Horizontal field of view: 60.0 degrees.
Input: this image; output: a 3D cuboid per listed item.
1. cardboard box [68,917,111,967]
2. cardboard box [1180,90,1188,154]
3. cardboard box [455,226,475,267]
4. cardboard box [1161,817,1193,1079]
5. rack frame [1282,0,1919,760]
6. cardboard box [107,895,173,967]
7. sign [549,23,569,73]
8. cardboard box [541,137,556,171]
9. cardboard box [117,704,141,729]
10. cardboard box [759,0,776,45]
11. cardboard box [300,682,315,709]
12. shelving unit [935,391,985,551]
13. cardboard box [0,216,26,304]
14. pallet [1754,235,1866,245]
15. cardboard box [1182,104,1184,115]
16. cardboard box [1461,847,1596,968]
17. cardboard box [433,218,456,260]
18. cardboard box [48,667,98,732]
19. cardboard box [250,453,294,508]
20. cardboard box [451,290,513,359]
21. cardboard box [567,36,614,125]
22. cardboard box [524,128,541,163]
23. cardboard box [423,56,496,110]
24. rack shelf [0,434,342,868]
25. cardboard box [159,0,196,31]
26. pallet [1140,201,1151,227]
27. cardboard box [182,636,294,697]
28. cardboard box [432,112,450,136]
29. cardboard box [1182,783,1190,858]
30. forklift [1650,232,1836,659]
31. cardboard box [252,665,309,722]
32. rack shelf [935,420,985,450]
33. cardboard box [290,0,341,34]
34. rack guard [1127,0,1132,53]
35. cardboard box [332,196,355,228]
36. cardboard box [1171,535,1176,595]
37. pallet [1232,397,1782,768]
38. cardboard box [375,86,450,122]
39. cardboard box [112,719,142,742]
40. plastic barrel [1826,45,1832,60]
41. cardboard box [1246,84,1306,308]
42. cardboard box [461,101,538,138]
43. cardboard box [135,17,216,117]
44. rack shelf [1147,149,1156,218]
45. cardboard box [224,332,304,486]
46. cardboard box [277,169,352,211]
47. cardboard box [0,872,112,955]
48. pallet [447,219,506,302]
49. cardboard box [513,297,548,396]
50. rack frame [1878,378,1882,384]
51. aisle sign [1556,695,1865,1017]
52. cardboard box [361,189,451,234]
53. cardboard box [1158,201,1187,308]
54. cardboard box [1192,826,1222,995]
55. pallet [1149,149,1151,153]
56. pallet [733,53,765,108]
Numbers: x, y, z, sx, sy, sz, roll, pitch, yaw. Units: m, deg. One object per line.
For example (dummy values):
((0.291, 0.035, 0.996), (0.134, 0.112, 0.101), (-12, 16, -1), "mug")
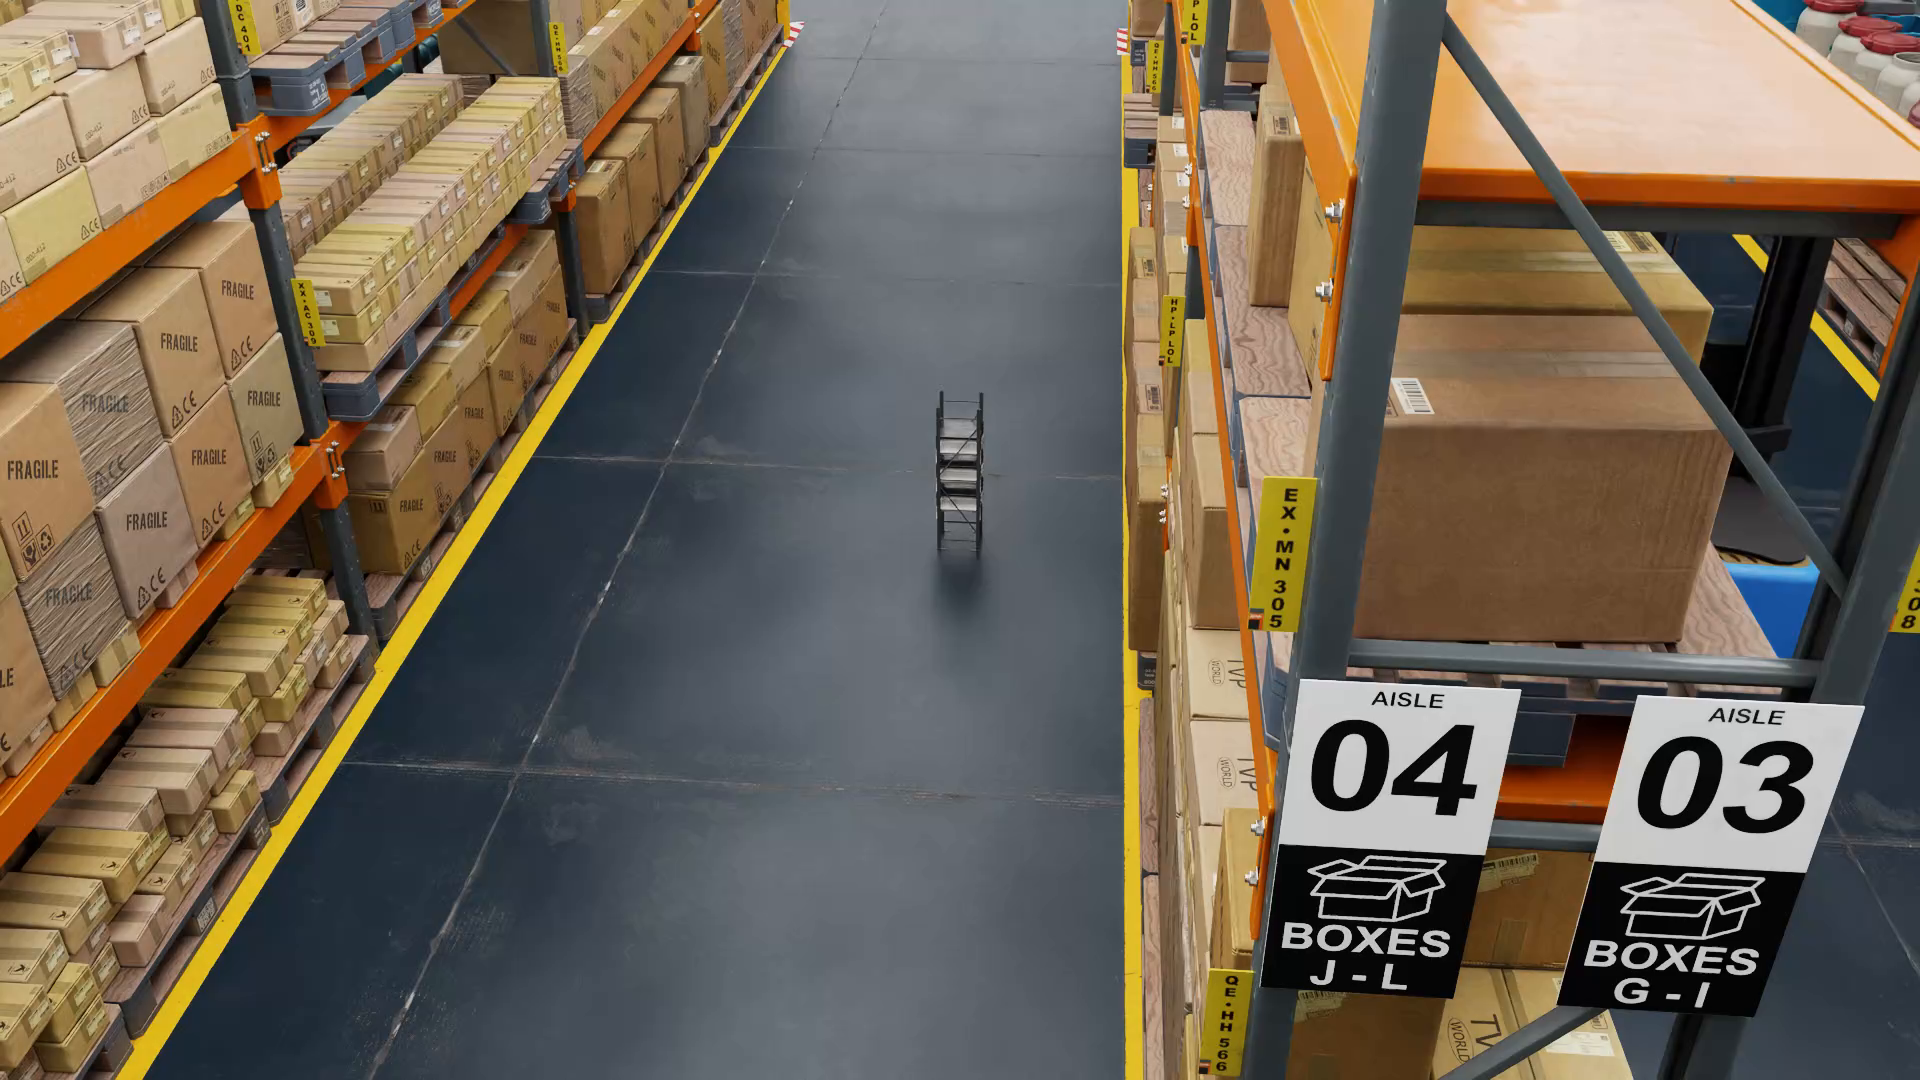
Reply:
((-3.449, 1.516, 6.245), (0.380, 0.149, 0.250), (1, 32, 2), "cardboard box")
((1.697, -2.591, 9.824), (0.797, 0.503, 0.637), (3, 32, 6), "cardboard box")
((-2.897, -1.617, 9.135), (0.380, 0.149, 0.250), (2, 32, 3), "cardboard box")
((1.168, 1.592, 5.713), (0.875, 0.875, 0.875), (2, 32, 4), "cardboard box")
((1.122, -0.874, 2.371), (1.000, 3.000, 0.127), (2, 32, 4), "rack frame")
((-3.336, 1.527, 6.511), (0.380, 0.149, 0.250), (1, 32, 2), "cardboard box")
((-2.621, -3.209, 10.850), (0.100, 0.325, 0.005), (2, 32, 4), "sign")
((-2.766, -2.432, 10.457), (0.380, 0.149, 0.250), (2, 32, 4), "cardboard box")
((-3.774, 0.690, 7.302), (0.380, 0.149, 0.250), (2, 32, 3), "cardboard box")
((-2.500, -5.868, 17.818), (0.875, 0.875, 0.875), (3, 32, 4), "cardboard box")
((-3.285, 0.711, 7.835), (0.380, 0.149, 0.250), (3, 32, 5), "cardboard box")
((-0.001, -0.379, 9.287), (0.258, 0.900, 0.210), (2, 32, 4), "shelving unit")
((-3.393, -0.836, 5.312), (0.500, 0.250, 0.500), (2, 32, 4), "cardboard box")
((7.010, -2.784, 13.846), (1.003, 0.211, 1.213), (2, 32, 4), "pallet")
((1.777, -3.008, 11.057), (0.500, 0.500, 0.500), (-1, 32, -2), "cardboard box")
((1.470, 0.797, 4.522), (0.500, 0.500, 0.500), (2, 32, 3), "cardboard box")
((-2.917, -1.609, 8.837), (0.380, 0.149, 0.250), (4, 32, 6), "cardboard box")
((-3.384, 0.549, 6.020), (0.380, 0.149, 0.250), (4, 32, 6), "cardboard box")
((-3.190, -0.271, 7.350), (0.380, 0.149, 0.250), (2, 32, 3), "cardboard box")
((-3.044, -1.303, 10.053), (0.500, 0.250, 0.500), (3, 32, 5), "cardboard box")
((-2.818, -3.300, 11.930), (0.500, 0.500, 0.500), (2, 32, 4), "cardboard box")
((-2.788, -2.411, 10.139), (0.380, 0.149, 0.250), (3, 32, 5), "cardboard box")
((-3.393, -3.057, 11.537), (0.500, 0.500, 0.500), (2, 32, 4), "cardboard box")
((-3.651, 0.676, 6.260), (1.077, 0.370, 4.000), (2, 32, 4), "rack shelf")
((-3.241, -2.097, 6.501), (0.380, 0.149, 0.250), (1, 32, 2), "cardboard box")
((1.940, -2.361, 13.160), (1.003, 0.211, 1.213), (2, 32, 4), "pallet")
((-3.252, 0.568, 7.499), (0.380, 0.149, 0.250), (2, 32, 4), "cardboard box")
((-3.422, -2.580, 10.414), (0.380, 0.149, 0.250), (4, 32, 6), "cardboard box")
((0.925, 0.917, 5.423), (0.380, 0.149, 0.250), (3, 32, 4), "cardboard box")
((3.502, -0.989, 8.342), (1.130, 2.935, 3.031), (4, 32, 6), "forklift")
((-3.211, 0.693, 7.580), (0.380, 0.149, 0.250), (1, 32, 2), "cardboard box")
((-0.001, -0.580, 9.163), (0.258, 0.077, 0.200), (2, 32, 4), "rack shelf")
((-3.207, -2.545, 7.627), (0.500, 0.311, 0.500), (2, 32, 3), "cardboard box")
((2.418, -5.582, 18.112), (1.175, 0.500, 0.348), (2, 32, 4), "rack guard")
((-3.549, -1.781, 9.116), (0.380, 0.149, 0.250), (3, 32, 4), "cardboard box")
((1.050, 0.111, 6.730), (0.380, 0.149, 0.250), (3, 32, 6), "cardboard box")
((1.172, 0.053, 3.811), (1.003, 0.211, 1.213), (2, 32, 4), "pallet")
((-3.412, -2.719, 10.355), (0.380, 0.149, 0.250), (2, 32, 3), "cardboard box")
((-3.776, 0.814, 7.384), (0.380, 0.149, 0.250), (1, 32, 1), "cardboard box")
((6.774, -3.639, 12.707), (0.301, 0.262, 0.301), (0, 32, 0), "plastic barrel")
((1.211, -0.992, 4.831), (0.700, 0.500, 0.500), (4, 32, 6), "cardboard box")
((-2.789, -2.549, 10.079), (0.380, 0.149, 0.250), (3, 32, 5), "cardboard box")
((-3.272, -1.850, 6.480), (0.500, 0.250, 0.500), (1, 32, 2), "cardboard box")
((1.936, -3.243, 12.619), (1.077, 0.370, 4.000), (2, 32, 4), "rack shelf")
((-3.246, -0.580, 7.234), (0.500, 0.500, 0.500), (3, 32, 4), "cardboard box")
((-3.543, -1.901, 9.028), (0.380, 0.149, 0.250), (1, 32, 2), "cardboard box")
((-3.412, 1.384, 6.175), (0.380, 0.149, 0.250), (4, 32, 6), "cardboard box")
((-3.283, -1.649, 9.530), (1.003, 0.211, 1.213), (2, 32, 4), "pallet")
((-3.001, -1.256, 10.691), (0.500, 0.500, 0.500), (4, 32, 6), "cardboard box")
((6.709, -2.292, 10.390), (1.000, 3.000, 0.127), (2, 32, 4), "rack frame")
((1.415, 0.624, 3.181), (0.394, 0.787, 0.004), (2, 32, 4), "aisle sign")
((-2.914, -1.732, 8.754), (0.380, 0.149, 0.250), (2, 32, 4), "cardboard box")
((1.342, -1.504, 9.016), (0.500, 0.500, 0.500), (3, 32, 4), "cardboard box")
((0.939, 1.087, 4.766), (0.500, 0.250, 0.500), (2, 32, 3), "cardboard box")
((2.118, -3.760, 15.431), (1.003, 0.211, 1.213), (2, 32, 4), "pallet")
((-2.600, -4.706, 16.966), (1.003, 0.211, 1.213), (2, 32, 4), "pallet")
